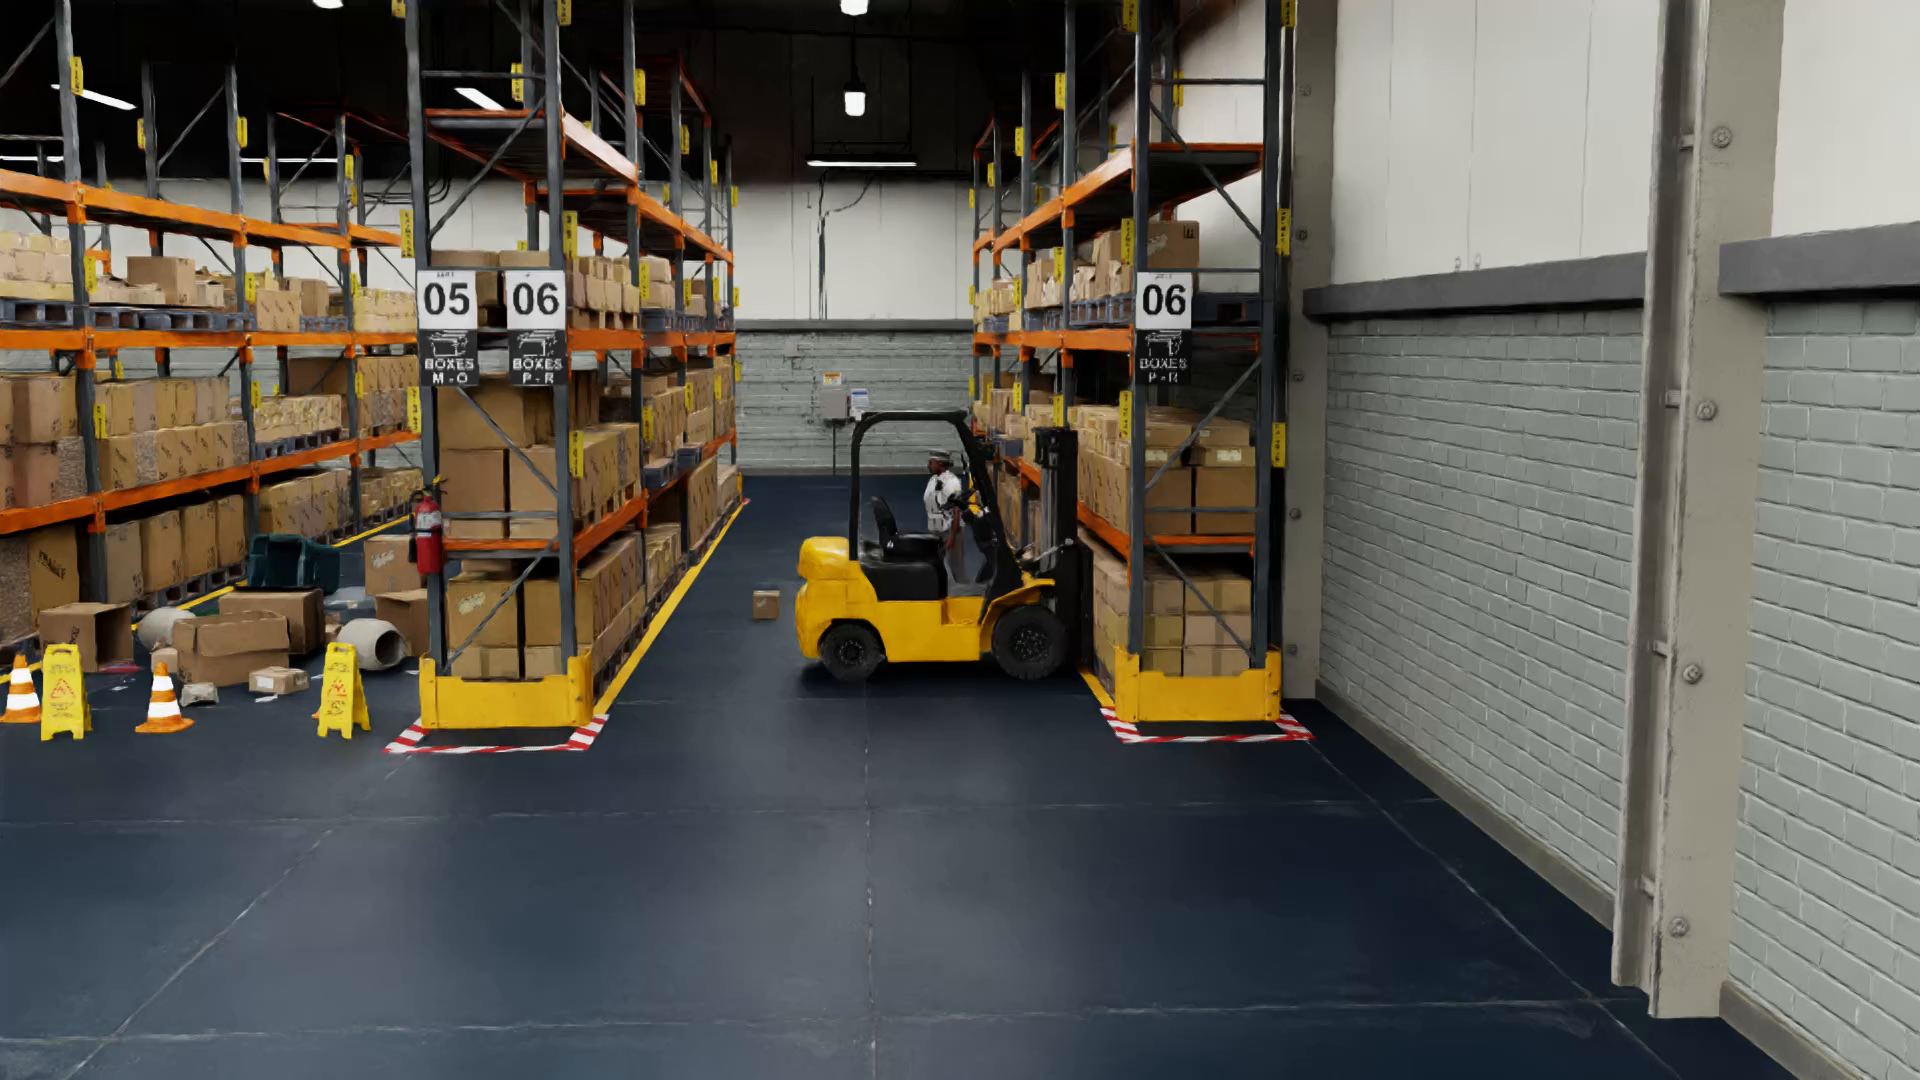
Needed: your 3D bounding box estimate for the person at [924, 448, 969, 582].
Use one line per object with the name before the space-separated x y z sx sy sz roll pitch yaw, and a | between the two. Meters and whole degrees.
person | -0.128 -0.035 16.218 0.445 1.723 0.488 -6 9 -39
